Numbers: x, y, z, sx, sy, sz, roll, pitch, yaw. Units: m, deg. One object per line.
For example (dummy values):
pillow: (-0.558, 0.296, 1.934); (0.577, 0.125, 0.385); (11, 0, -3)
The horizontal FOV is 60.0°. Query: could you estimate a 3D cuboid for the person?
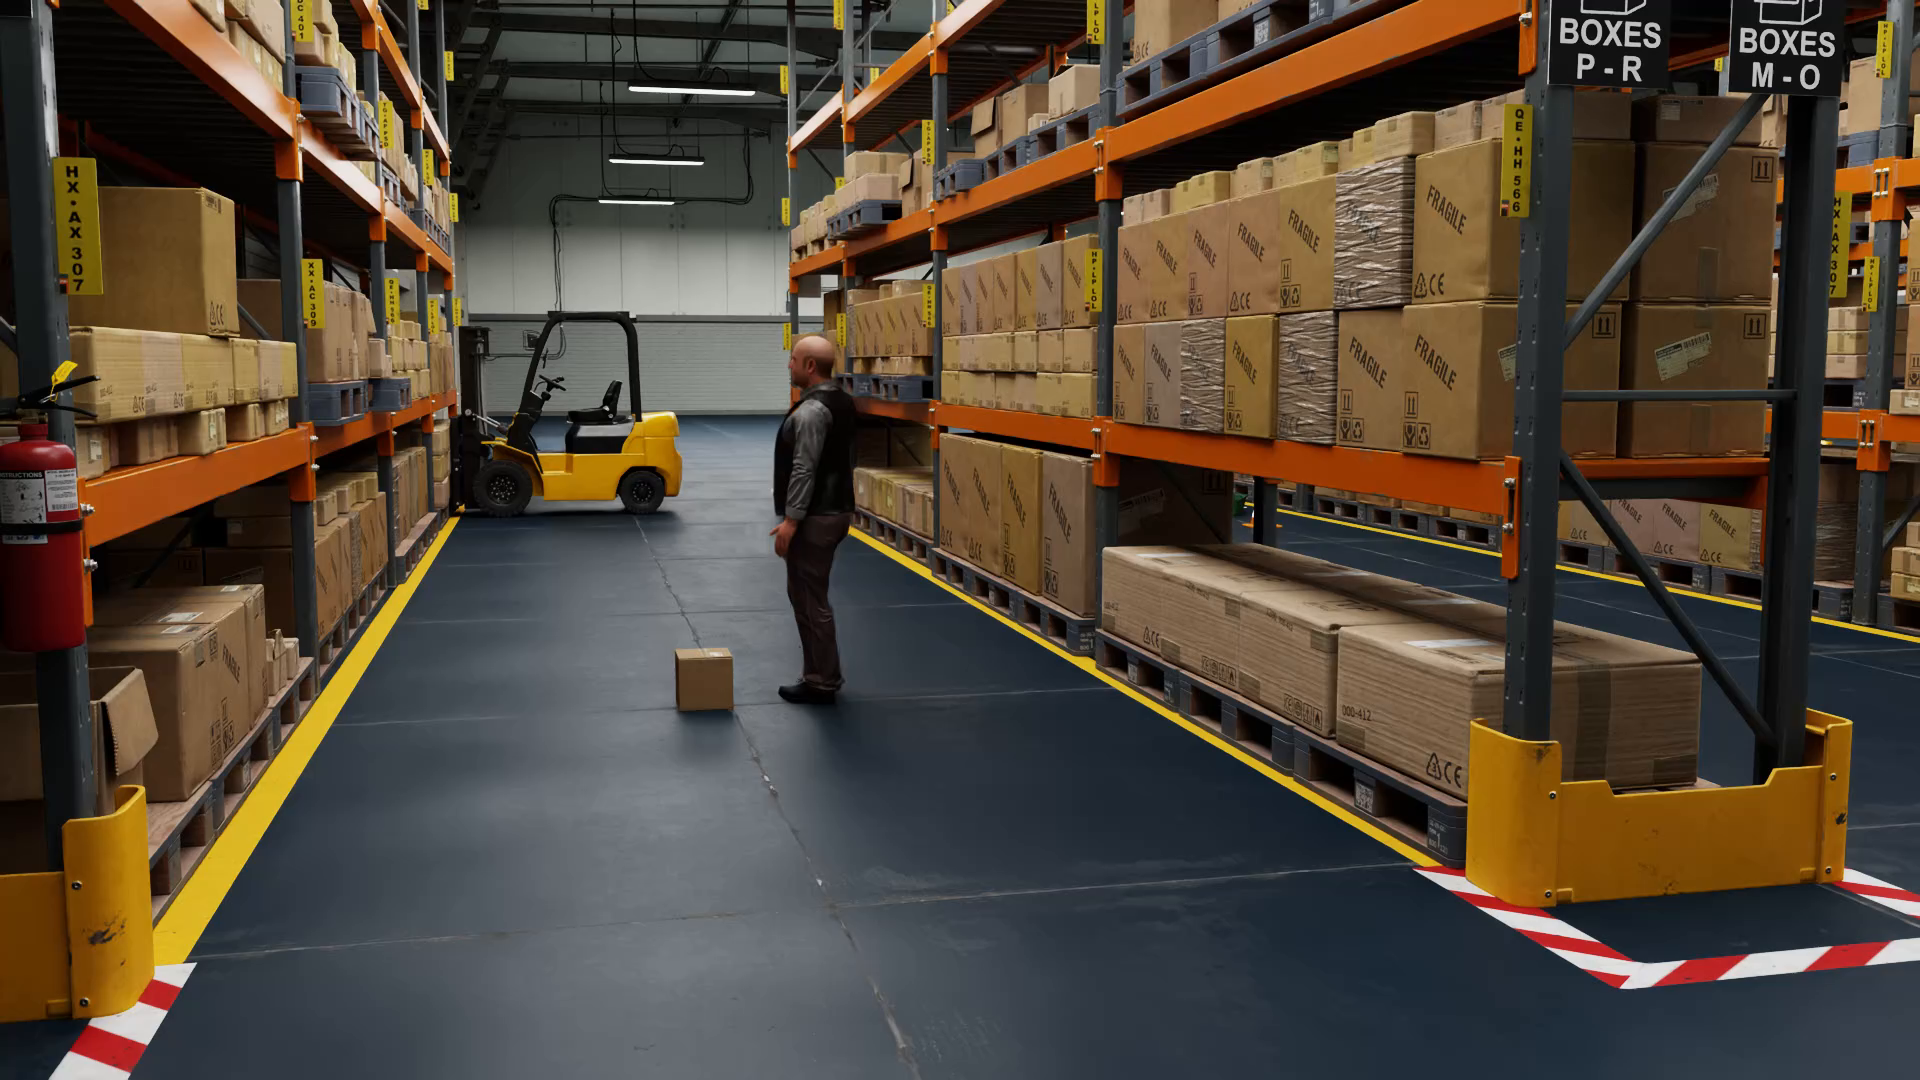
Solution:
person: (-0.712, -0.065, 7.847); (0.415, 1.778, 0.611); (1, 6, 13)
